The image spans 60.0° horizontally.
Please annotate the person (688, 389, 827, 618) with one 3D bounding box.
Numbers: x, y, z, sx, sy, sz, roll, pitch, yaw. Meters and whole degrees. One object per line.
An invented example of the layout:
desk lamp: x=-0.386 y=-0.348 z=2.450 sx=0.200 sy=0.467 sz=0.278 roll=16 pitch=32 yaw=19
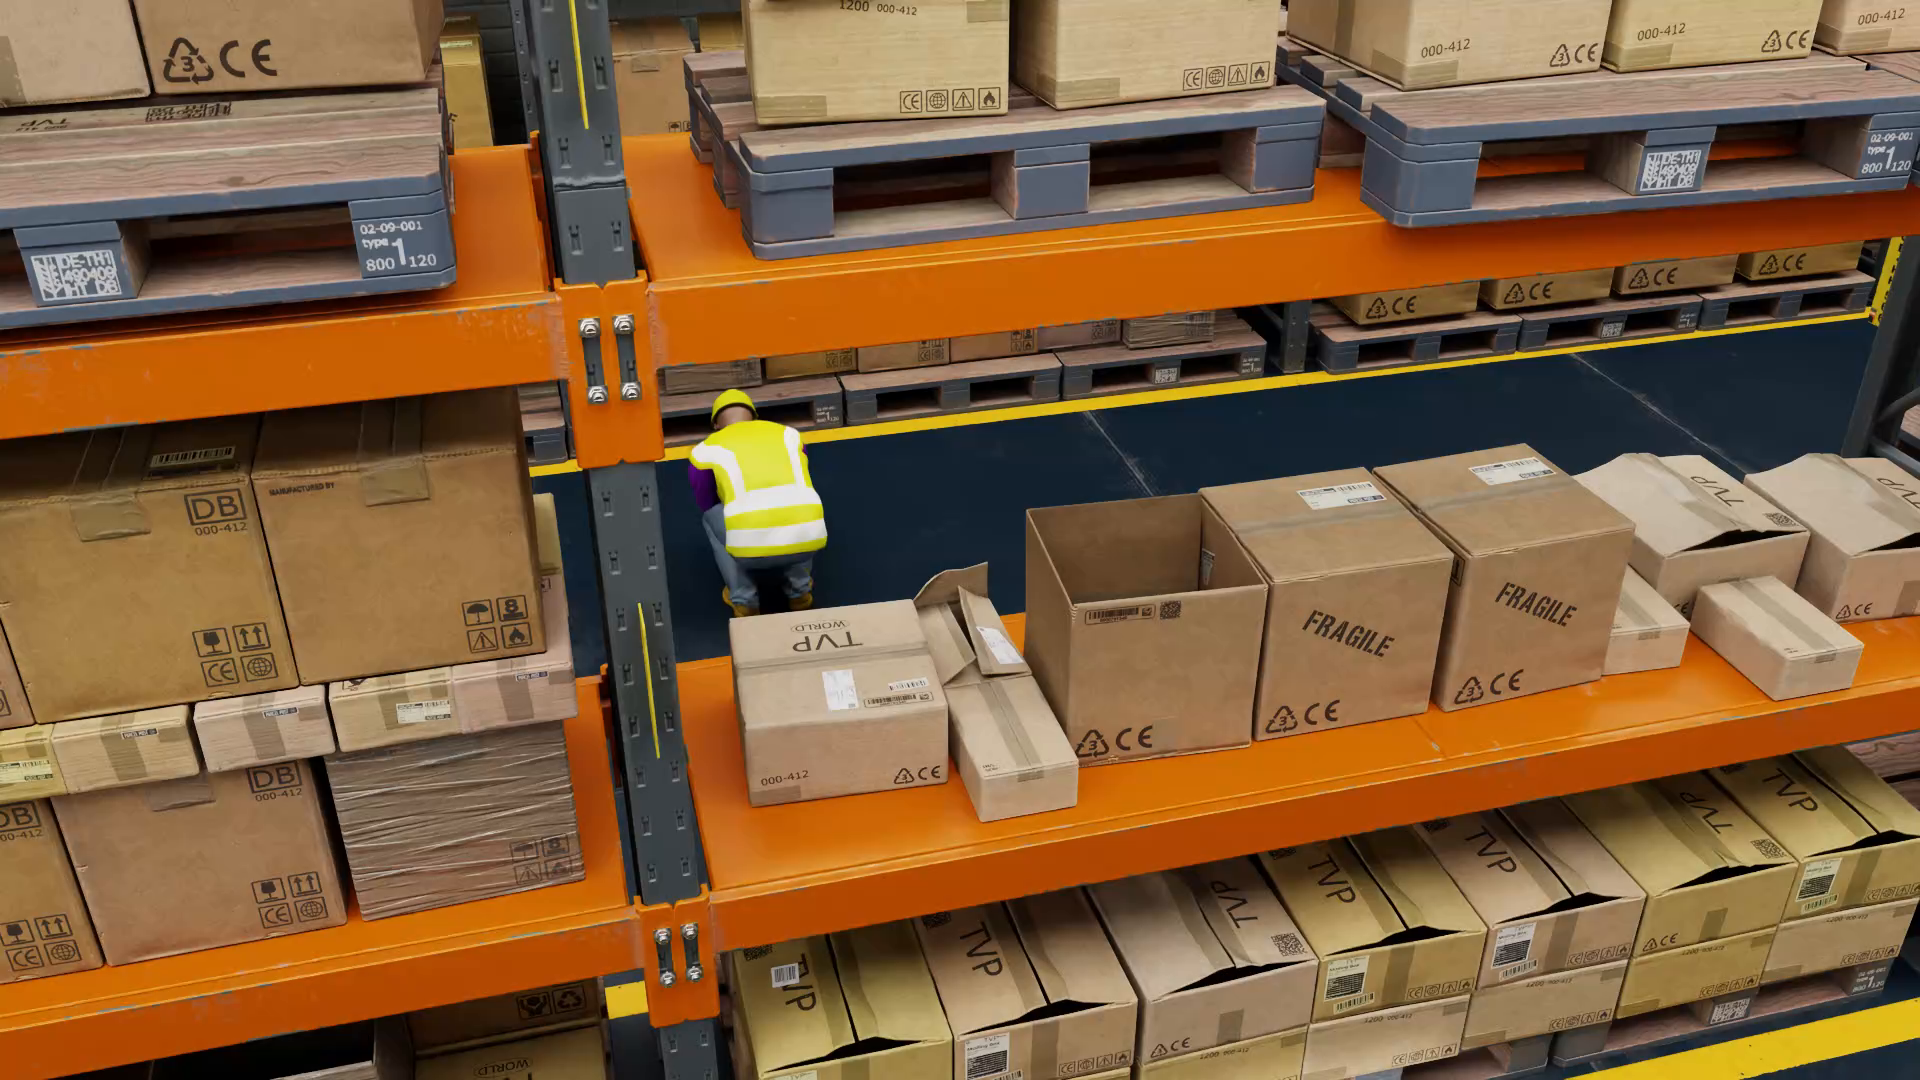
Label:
person: x=-0.900 y=-0.106 z=7.334 sx=0.540 sy=0.901 sz=0.927 roll=-7 pitch=31 yaw=-13
